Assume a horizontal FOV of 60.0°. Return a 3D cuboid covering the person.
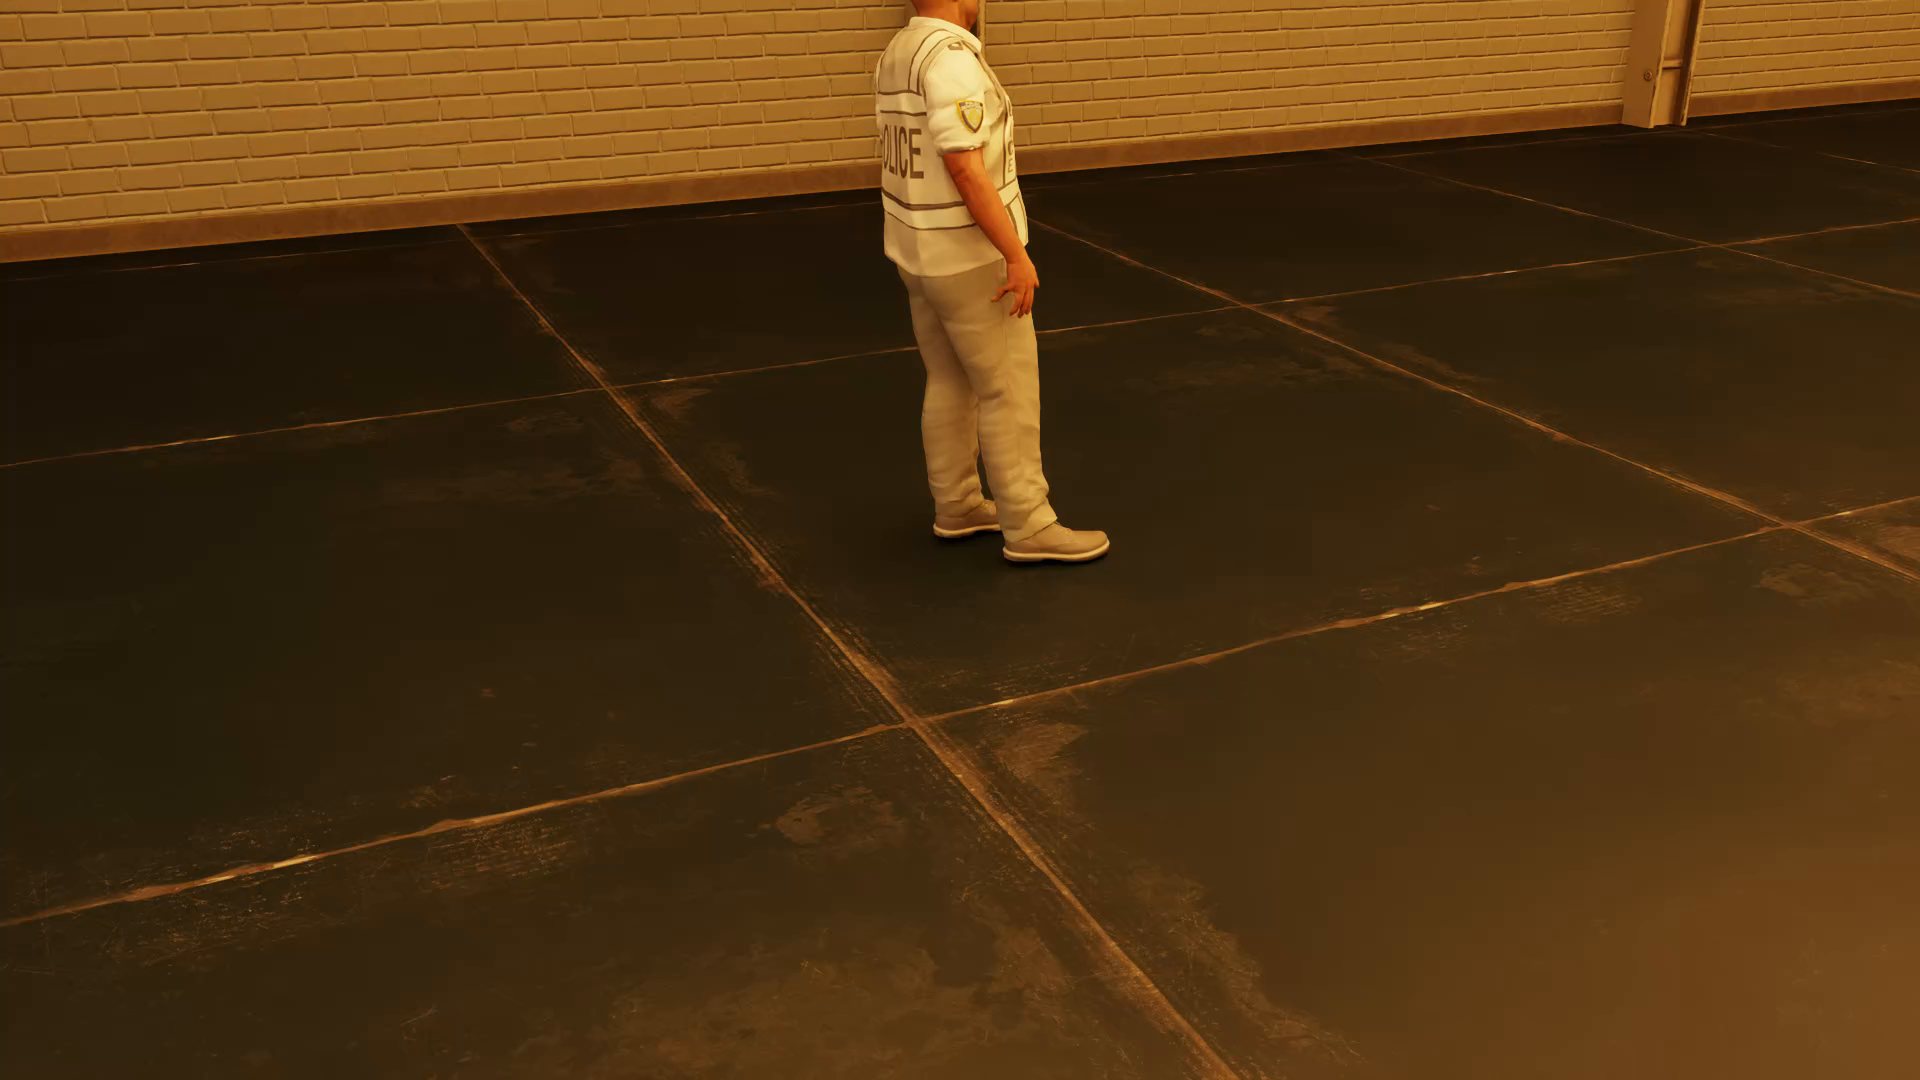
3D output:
[{"bbox_3d":[0.075,-0.838,4.782,0.575,1.781,0.640,-10,25,-23],"label":"person"}]
